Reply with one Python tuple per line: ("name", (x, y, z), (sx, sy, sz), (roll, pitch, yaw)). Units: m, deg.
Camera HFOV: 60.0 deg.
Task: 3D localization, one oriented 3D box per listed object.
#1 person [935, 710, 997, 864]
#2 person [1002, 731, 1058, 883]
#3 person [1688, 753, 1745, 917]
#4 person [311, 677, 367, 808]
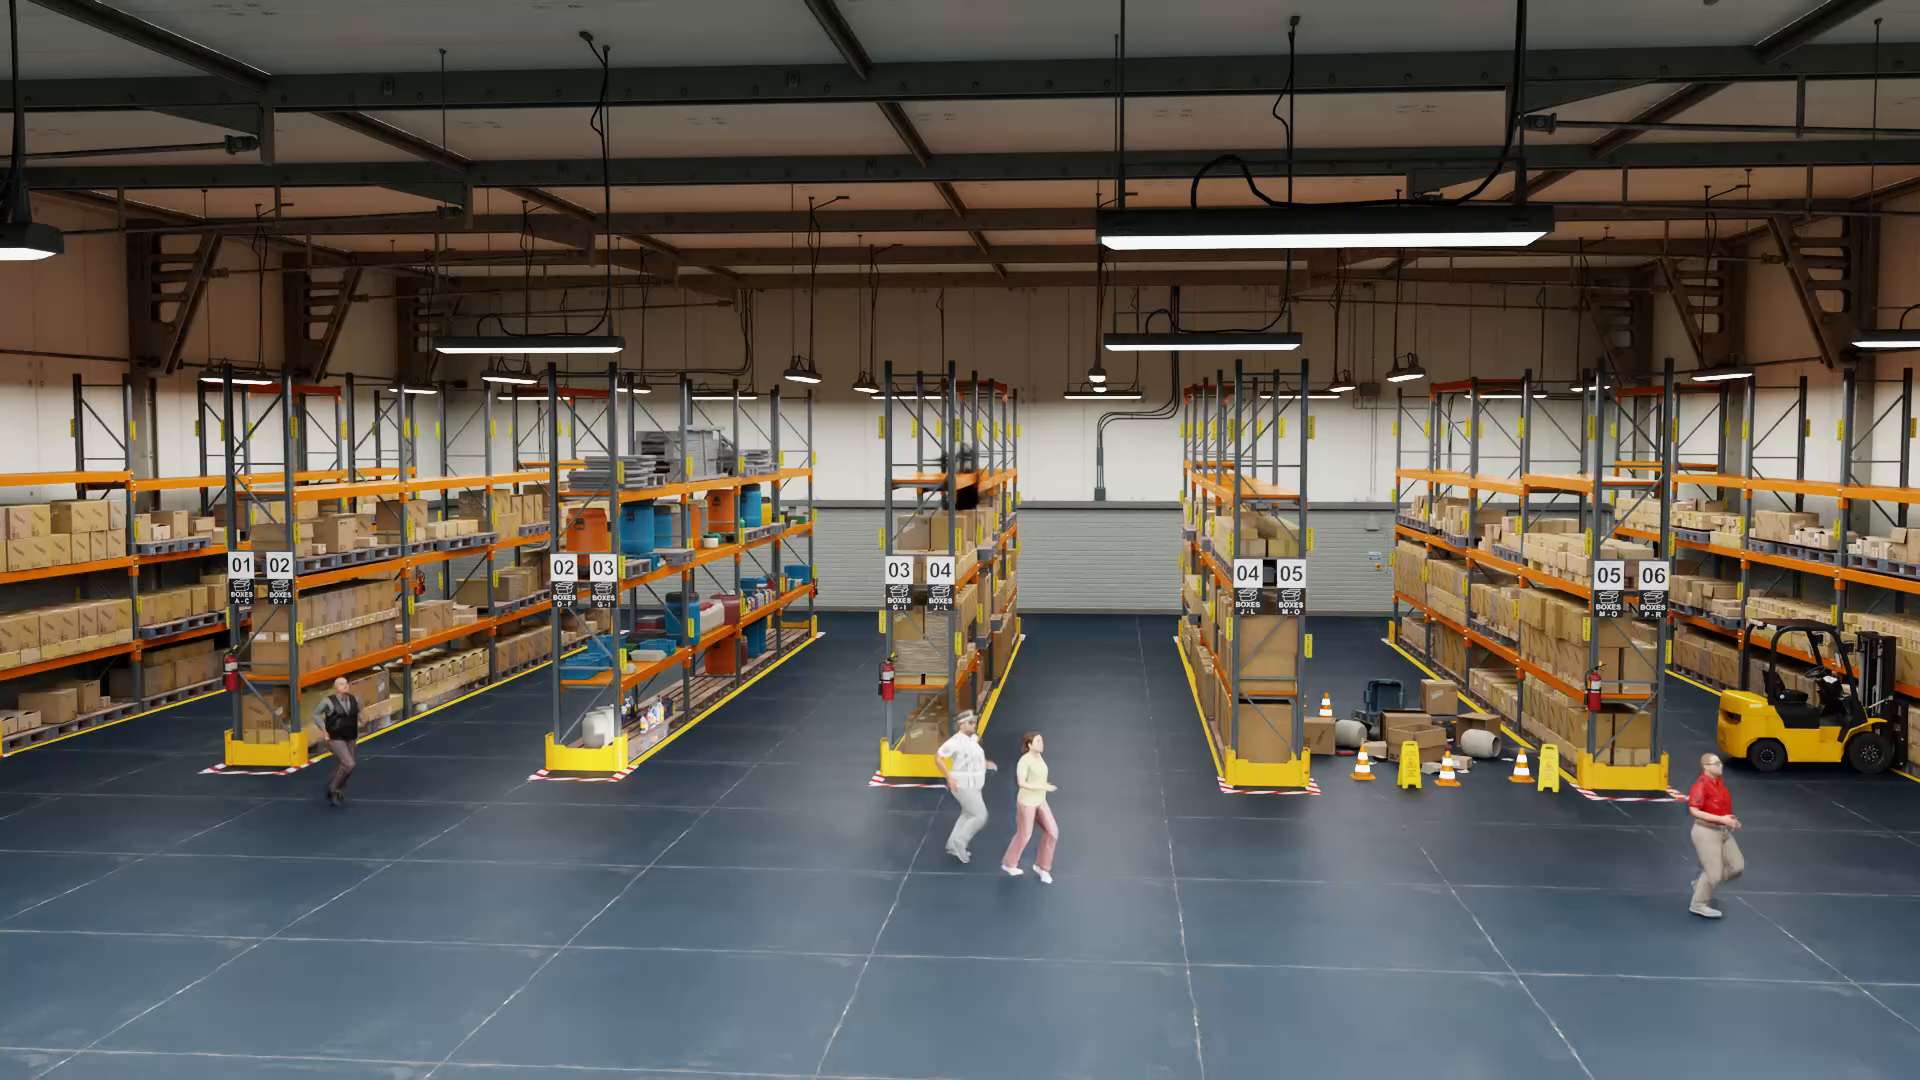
("person", (0.114, 2.855, 19.280), (0.685, 1.770, 0.637), (2, 4, 26))
("person", (0.792, 2.971, 18.471), (0.715, 1.737, 0.591), (3, 5, 36))
("person", (7.778, 3.031, 17.063), (0.652, 1.680, 0.602), (-3, 5, -39))
("person", (-8.228, 2.696, 22.229), (0.704, 1.738, 0.631), (2, 4, 32))
